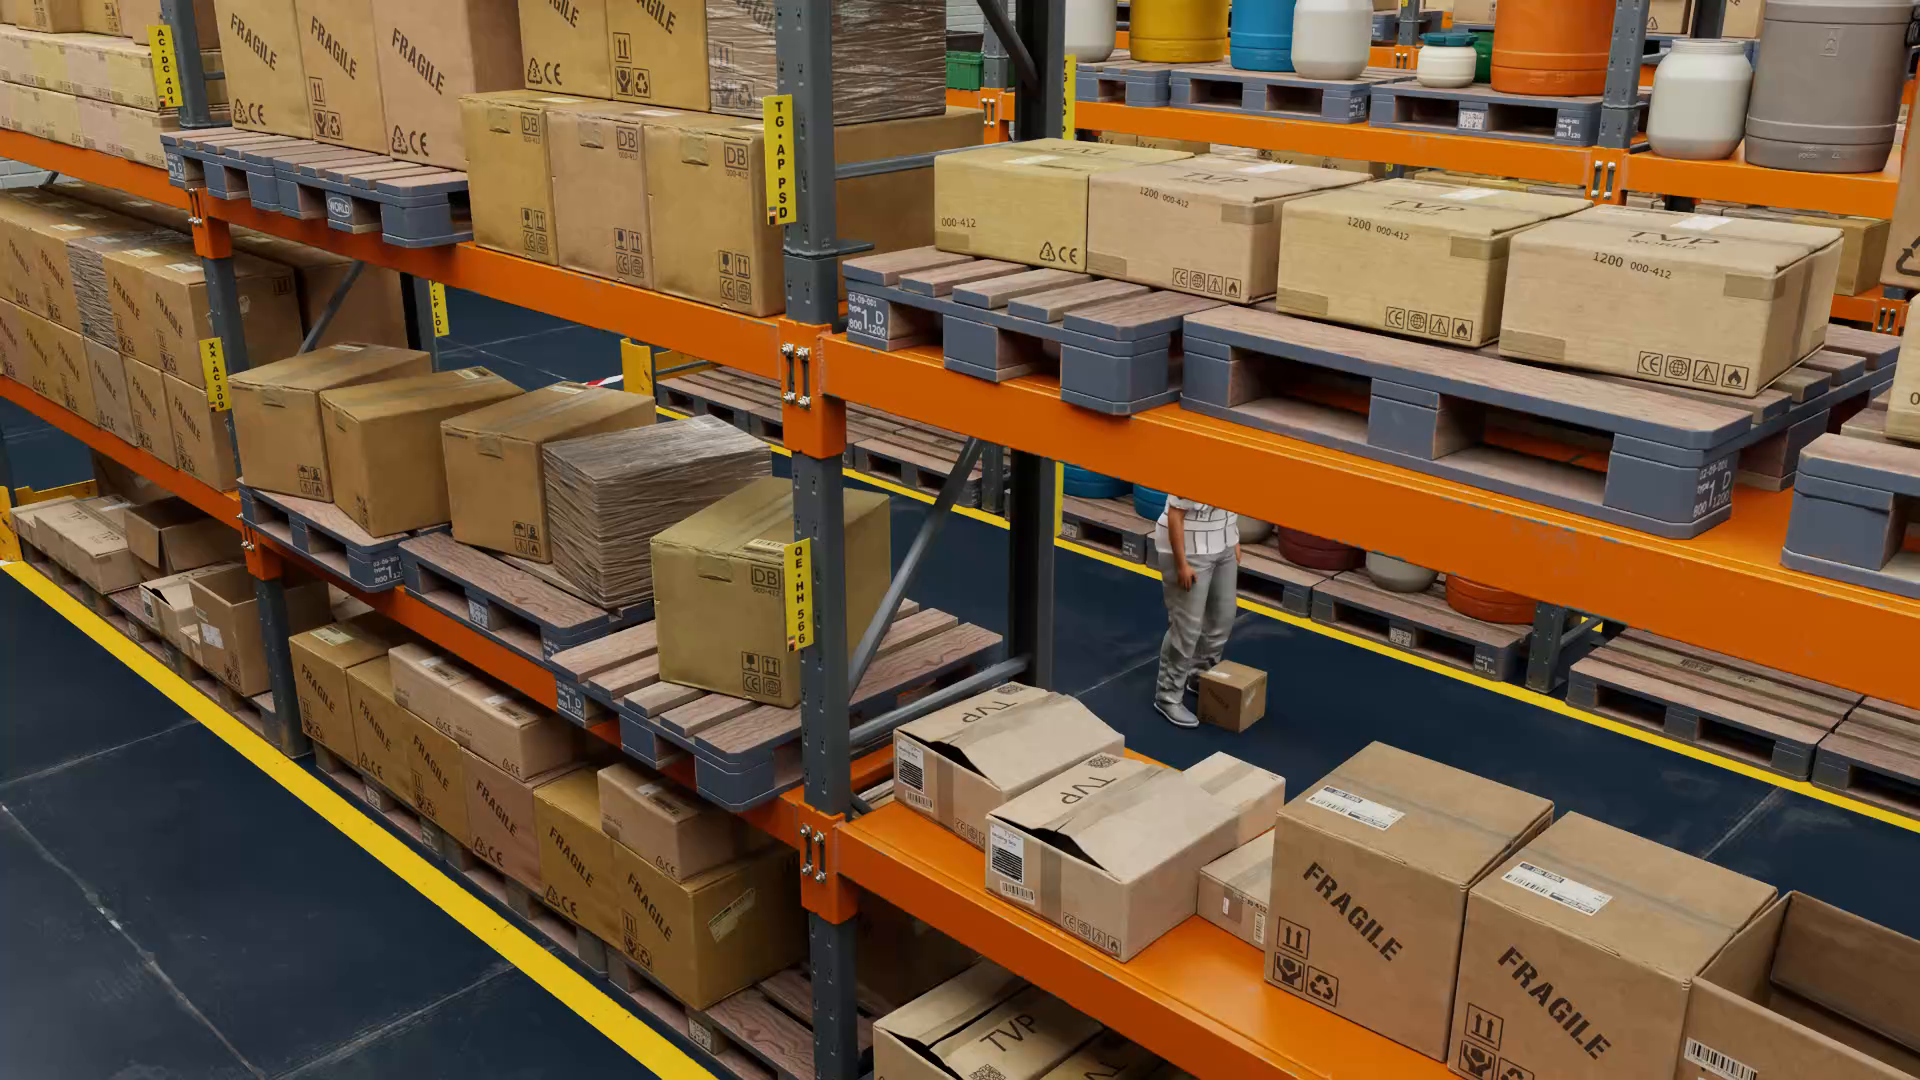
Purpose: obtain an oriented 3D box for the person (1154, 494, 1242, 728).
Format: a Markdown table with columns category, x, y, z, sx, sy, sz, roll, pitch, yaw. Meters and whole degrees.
| category | x | y | z | sx | sy | sz | roll | pitch | yaw |
| --- | --- | --- | --- | --- | --- | --- | --- | --- | --- |
| person | 1.233 | 0.077 | 8.364 | 0.467 | 1.667 | 0.558 | 18 | 27 | 39 |
